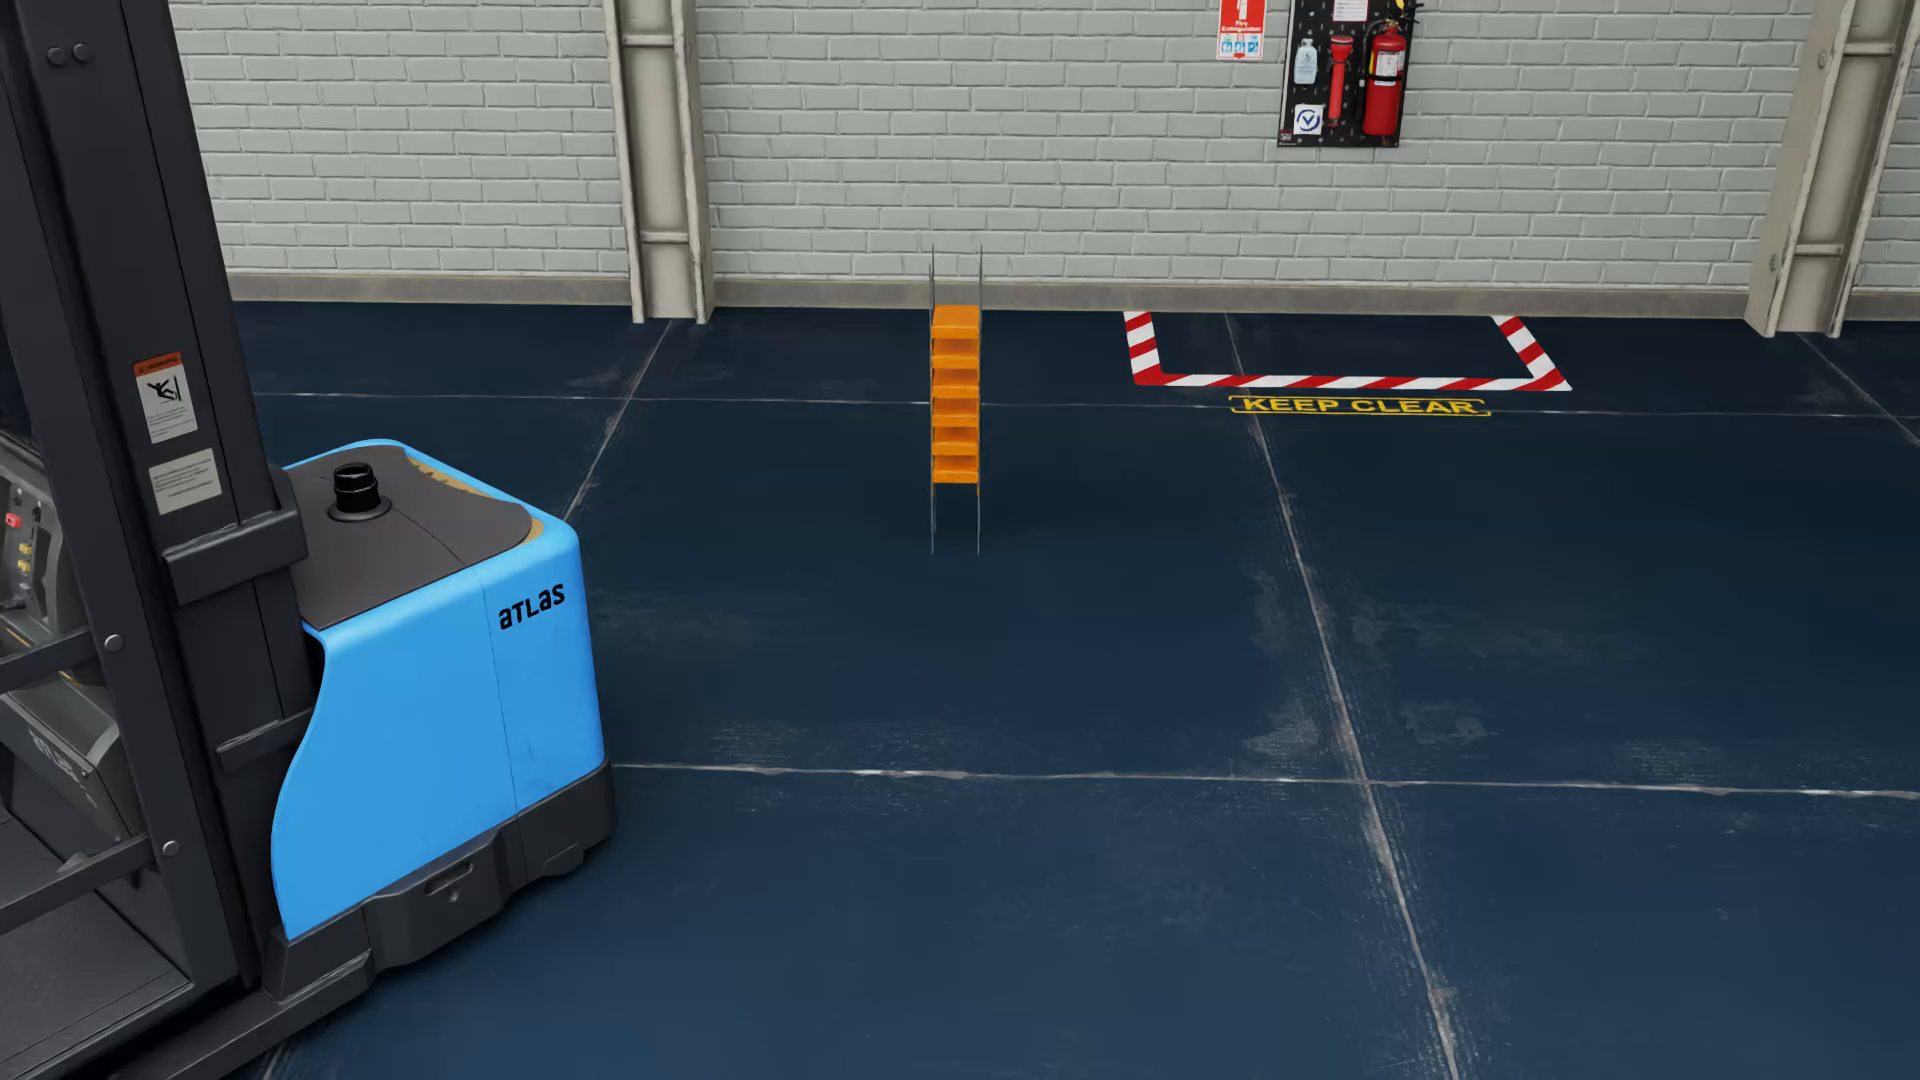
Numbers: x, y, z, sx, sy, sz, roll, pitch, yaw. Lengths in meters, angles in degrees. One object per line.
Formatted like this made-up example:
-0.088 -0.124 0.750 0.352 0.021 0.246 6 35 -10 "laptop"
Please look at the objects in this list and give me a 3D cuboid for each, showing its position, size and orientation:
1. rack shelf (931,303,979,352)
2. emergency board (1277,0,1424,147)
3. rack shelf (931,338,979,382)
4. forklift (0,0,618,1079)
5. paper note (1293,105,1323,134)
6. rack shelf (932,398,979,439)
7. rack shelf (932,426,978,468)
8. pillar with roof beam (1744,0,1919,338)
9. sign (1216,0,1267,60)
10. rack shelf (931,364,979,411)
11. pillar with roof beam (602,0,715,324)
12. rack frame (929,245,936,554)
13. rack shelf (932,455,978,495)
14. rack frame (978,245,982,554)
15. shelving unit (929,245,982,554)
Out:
-0.014 -0.809 6.322 0.180 0.103 0.258 1 28 2 "rack shelf"
1.972 -2.523 8.306 0.643 1.169 0.194 1 28 2 "emergency board"
-0.014 -0.703 6.378 0.180 0.103 0.258 1 28 2 "rack shelf"
-2.370 -0.007 3.634 1.130 2.935 3.031 22 35 35 "forklift"
1.797 -2.169 8.579 0.142 0.148 0.016 1 28 2 "paper note"
-0.014 -0.491 6.490 0.180 0.103 0.258 1 28 2 "rack shelf"
-0.014 -0.385 6.546 0.180 0.103 0.258 1 28 2 "rack shelf"
4.288 -3.099 2.989 0.400 9.000 9.100 1 28 2 "pillar with roof beam"
1.423 -2.596 8.406 0.234 0.329 0.001 1 28 2 "sign"
-0.014 -0.597 6.434 0.180 0.103 0.258 1 28 2 "rack shelf"
-1.708 -3.199 3.176 0.400 9.000 9.100 1 28 2 "pillar with roof beam"
-0.106 -0.532 6.472 0.006 1.200 0.240 1 28 2 "rack frame"
-0.014 -0.279 6.603 0.180 0.103 0.258 1 28 2 "rack shelf"
0.077 -0.529 6.467 0.006 1.200 0.240 1 28 2 "rack frame"
-0.014 -0.530 6.469 0.189 1.200 0.258 1 28 2 "shelving unit"
